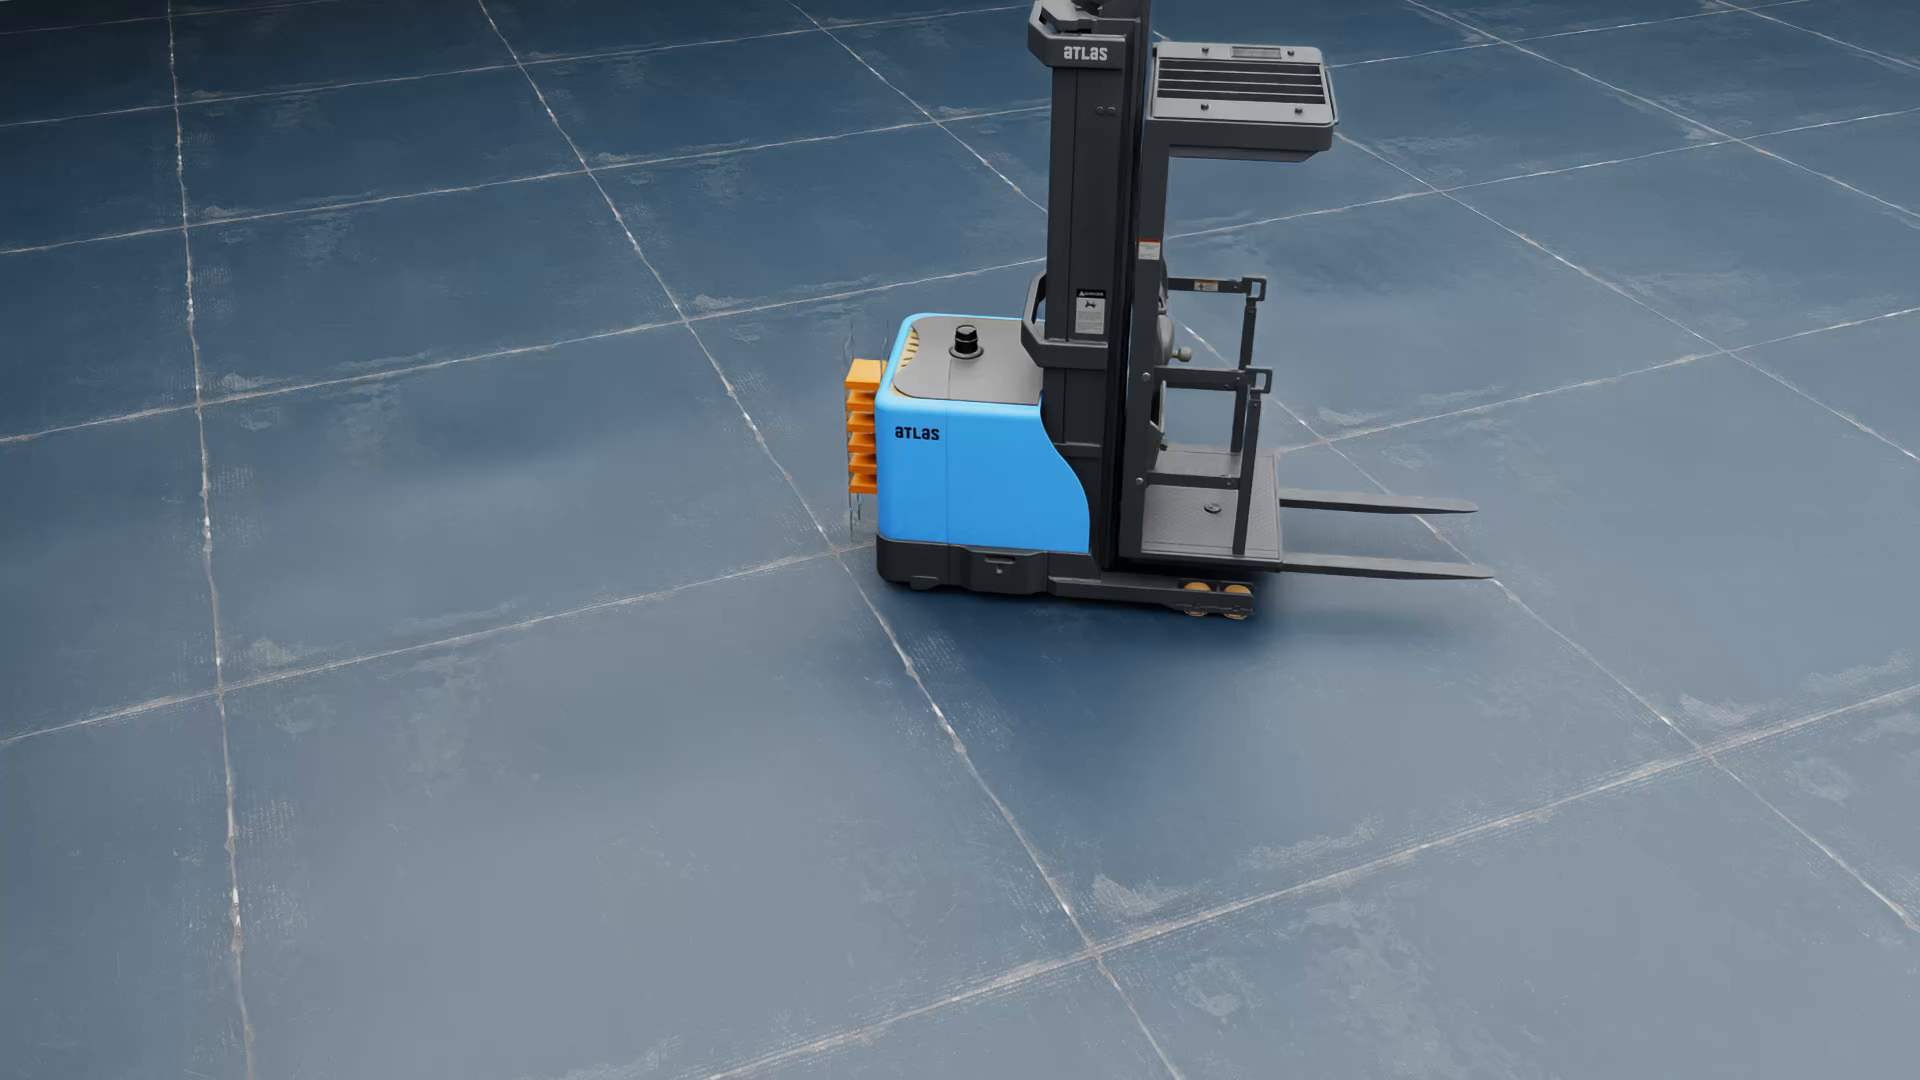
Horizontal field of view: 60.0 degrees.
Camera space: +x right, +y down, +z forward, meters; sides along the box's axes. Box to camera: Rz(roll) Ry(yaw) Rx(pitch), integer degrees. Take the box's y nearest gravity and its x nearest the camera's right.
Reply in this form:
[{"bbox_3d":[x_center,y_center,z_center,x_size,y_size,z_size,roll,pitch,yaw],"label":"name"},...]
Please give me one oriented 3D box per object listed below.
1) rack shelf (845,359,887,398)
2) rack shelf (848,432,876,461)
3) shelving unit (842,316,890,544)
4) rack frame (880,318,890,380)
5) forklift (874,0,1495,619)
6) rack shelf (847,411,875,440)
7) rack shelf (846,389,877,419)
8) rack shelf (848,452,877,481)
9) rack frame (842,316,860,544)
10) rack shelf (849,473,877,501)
[{"bbox_3d":[-0.462,-0.806,8.310,0.180,0.103,0.258,4,33,6],"label":"rack shelf"},{"bbox_3d":[-0.462,-0.504,8.506,0.180,0.103,0.258,4,33,6],"label":"rack shelf"},{"bbox_3d":[-0.462,-0.541,8.482,0.189,1.200,0.258,4,33,6],"label":"shelving unit"},{"bbox_3d":[-0.372,-0.535,8.472,0.006,1.200,0.240,4,33,6],"label":"rack frame"},{"bbox_3d":[1.138,-1.150,7.829,3.031,2.935,1.130,4,33,6],"label":"forklift"},{"bbox_3d":[-0.462,-0.605,8.440,0.180,0.103,0.258,4,33,6],"label":"rack shelf"},{"bbox_3d":[-0.462,-0.705,8.375,0.180,0.103,0.258,4,33,6],"label":"rack shelf"},{"bbox_3d":[-0.462,-0.403,8.571,0.180,0.103,0.258,4,33,6],"label":"rack shelf"},{"bbox_3d":[-0.553,-0.548,8.491,0.006,1.200,0.240,4,33,6],"label":"rack frame"},{"bbox_3d":[-0.462,-0.303,8.637,0.180,0.103,0.258,4,33,6],"label":"rack shelf"}]
